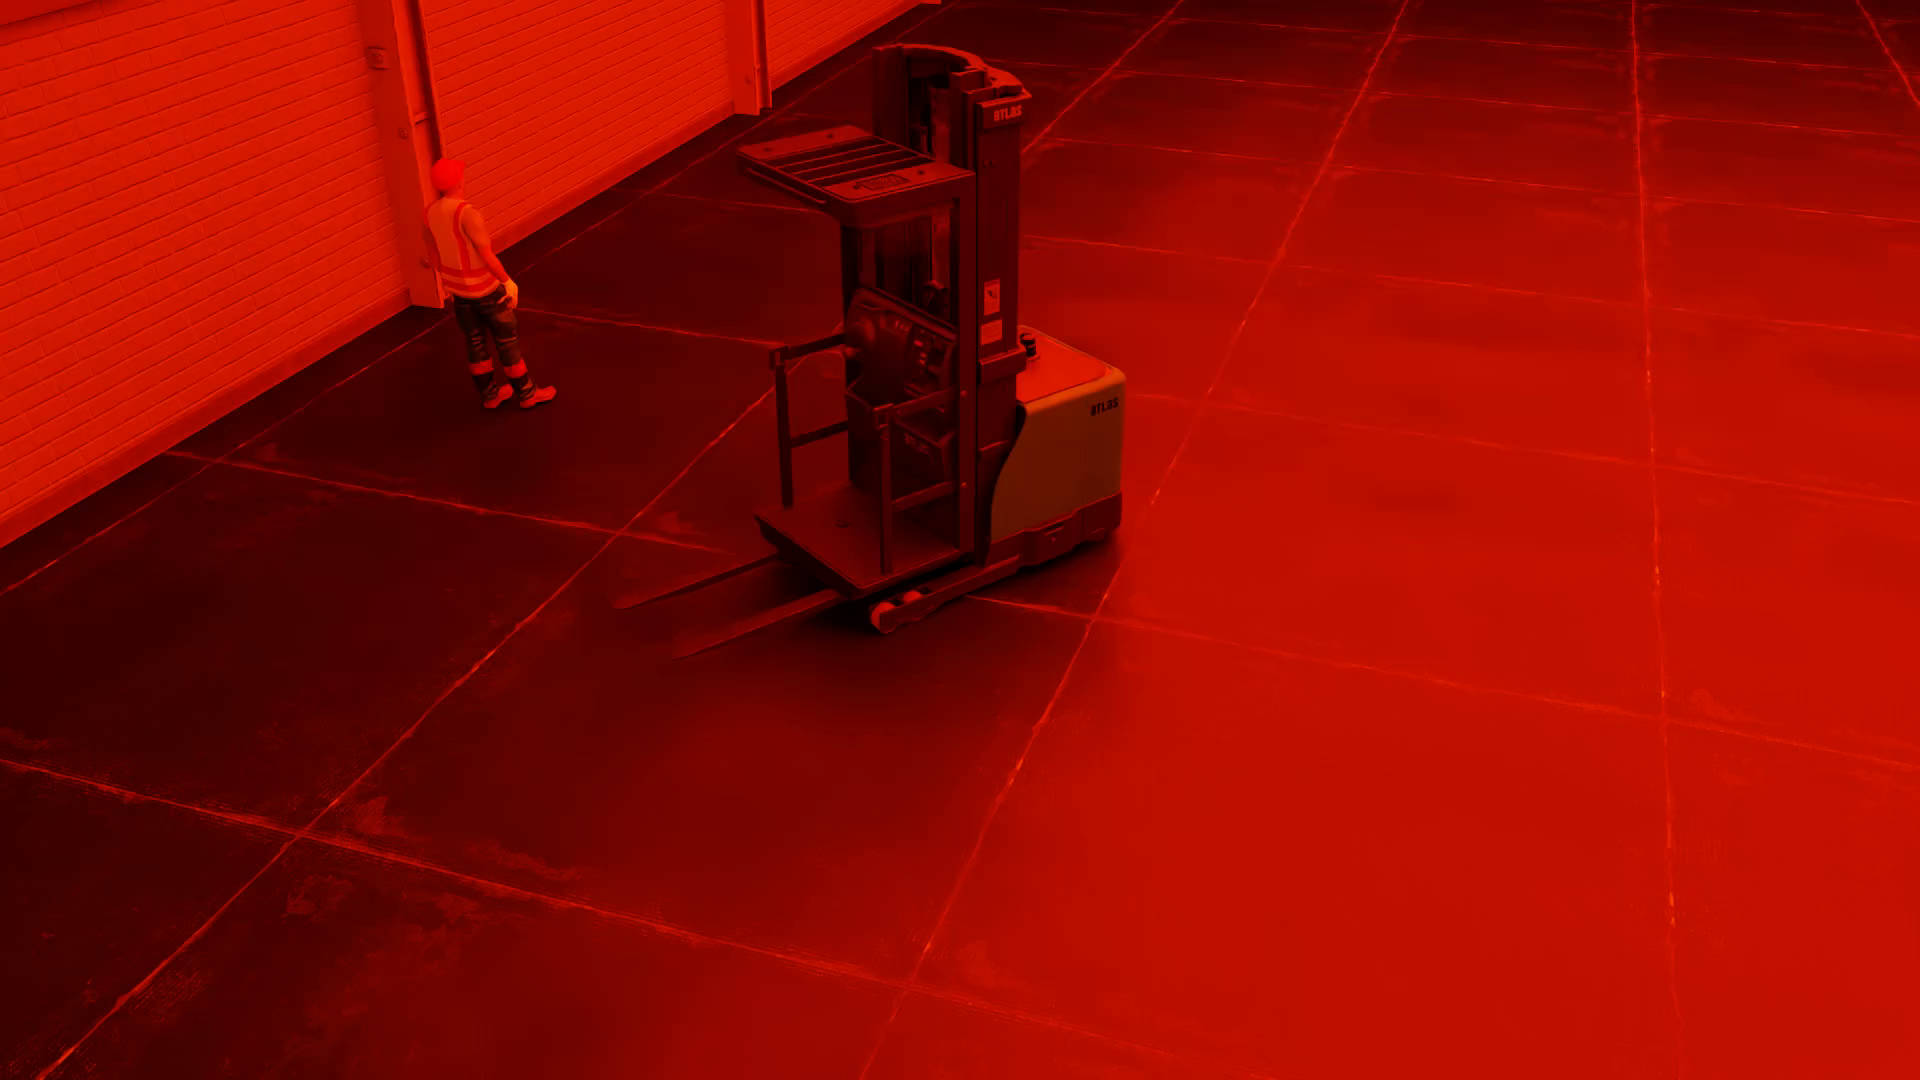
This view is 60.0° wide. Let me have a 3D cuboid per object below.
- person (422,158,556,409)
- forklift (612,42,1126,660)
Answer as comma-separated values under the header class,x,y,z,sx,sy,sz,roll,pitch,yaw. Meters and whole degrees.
class,x,y,z,sx,sy,sz,roll,pitch,yaw
person,-3.256,-1.757,11.358,0.639,1.787,0.565,15,33,24
forklift,-0.494,-1.055,8.988,3.031,2.935,1.130,-21,36,-32
